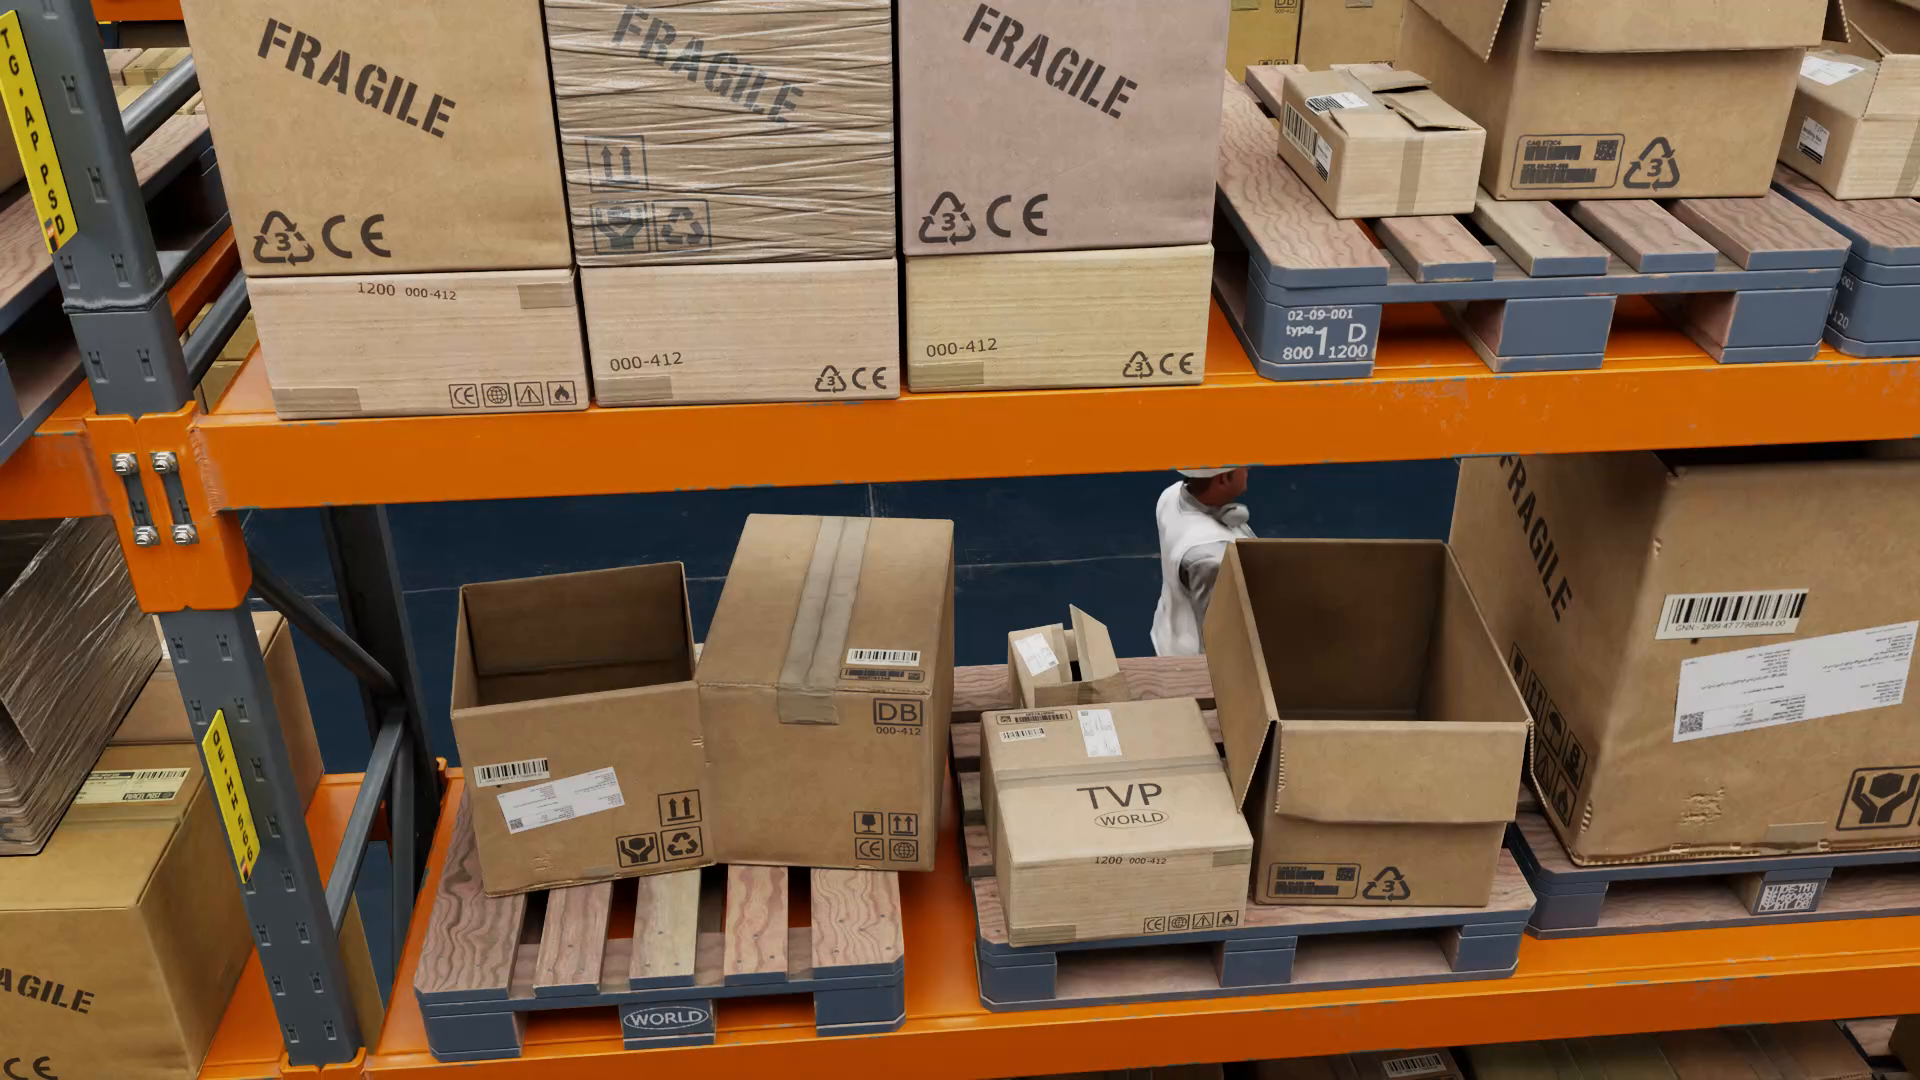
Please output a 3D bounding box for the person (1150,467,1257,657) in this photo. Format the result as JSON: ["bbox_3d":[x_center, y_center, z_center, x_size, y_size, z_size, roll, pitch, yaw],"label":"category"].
[{"bbox_3d":[0.811,0.381,5.472,0.358,1.769,0.530,-2,31,-3],"label":"person"}]
